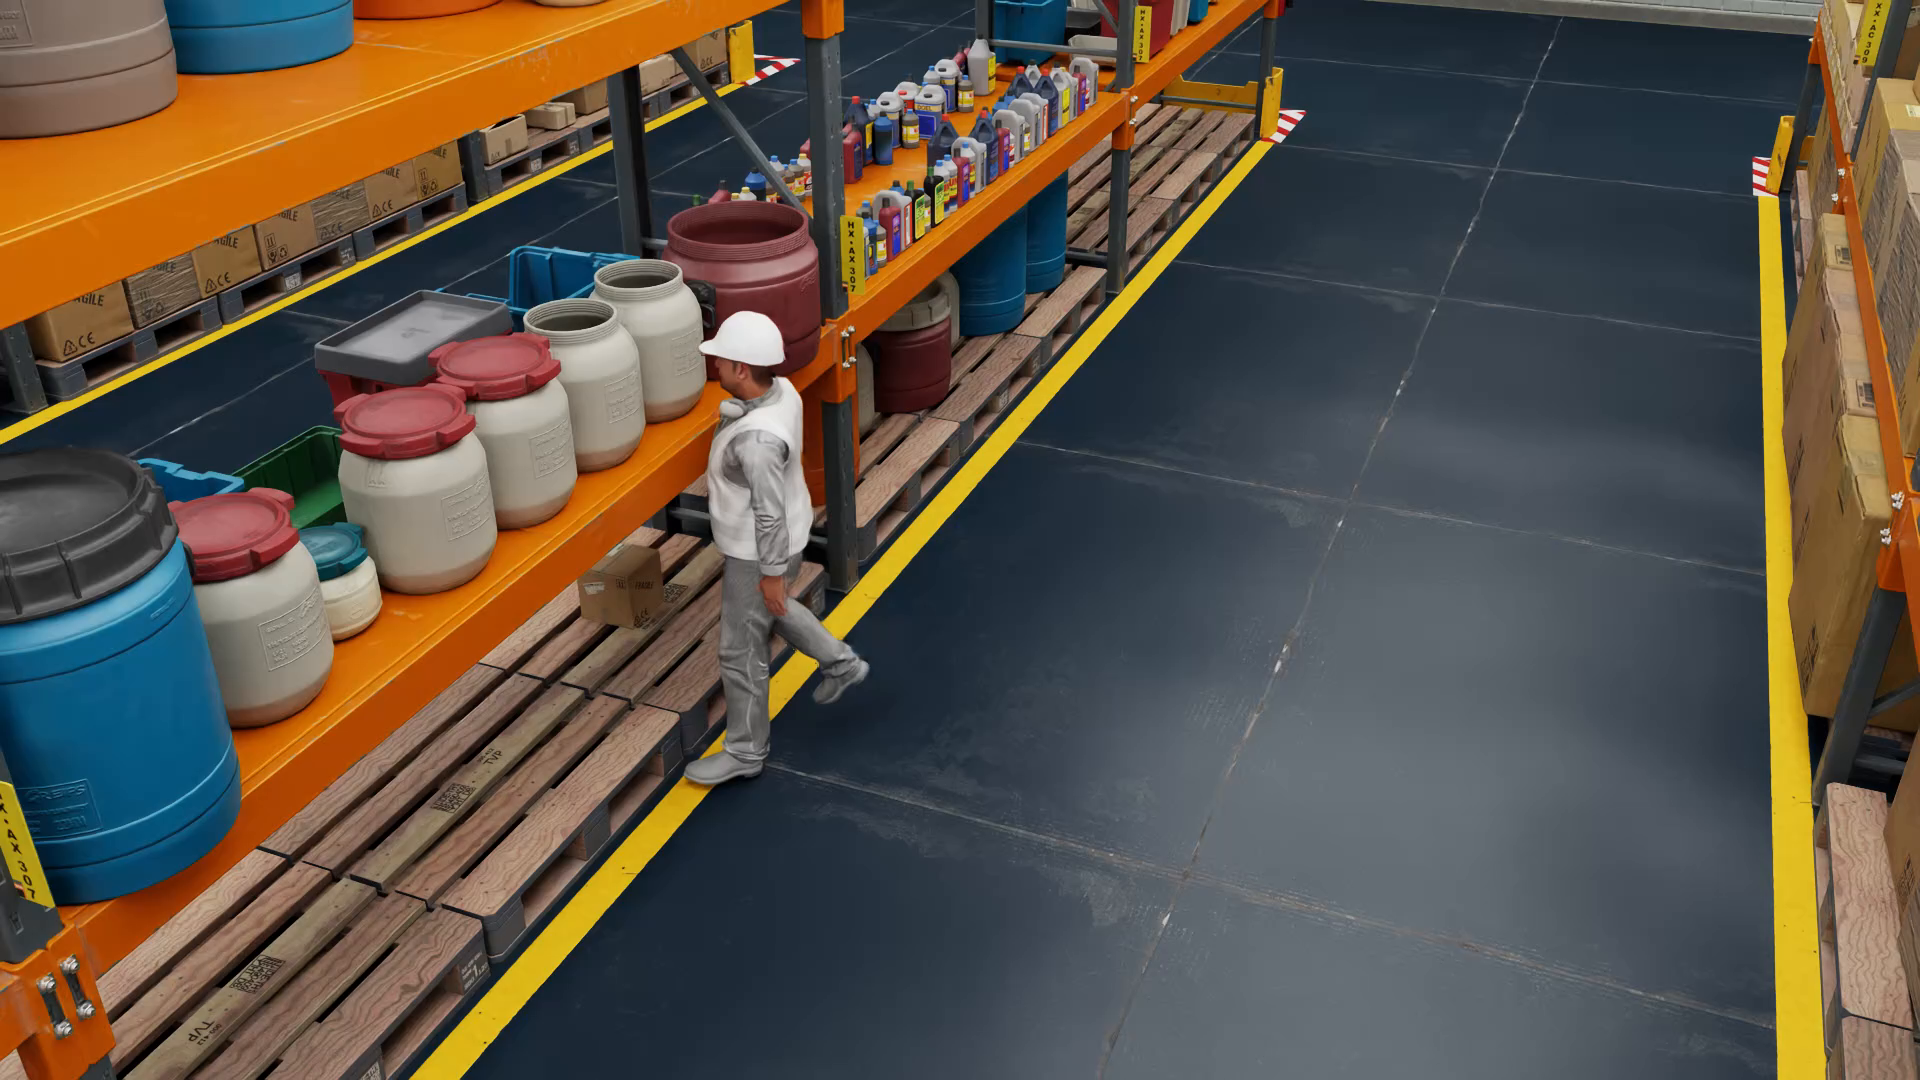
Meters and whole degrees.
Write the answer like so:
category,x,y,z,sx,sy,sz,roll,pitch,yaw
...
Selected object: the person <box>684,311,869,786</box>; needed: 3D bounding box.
category,x,y,z,sx,sy,sz,roll,pitch,yaw
person,-0.691,0.015,6.045,0.656,1.763,0.622,2,30,4
